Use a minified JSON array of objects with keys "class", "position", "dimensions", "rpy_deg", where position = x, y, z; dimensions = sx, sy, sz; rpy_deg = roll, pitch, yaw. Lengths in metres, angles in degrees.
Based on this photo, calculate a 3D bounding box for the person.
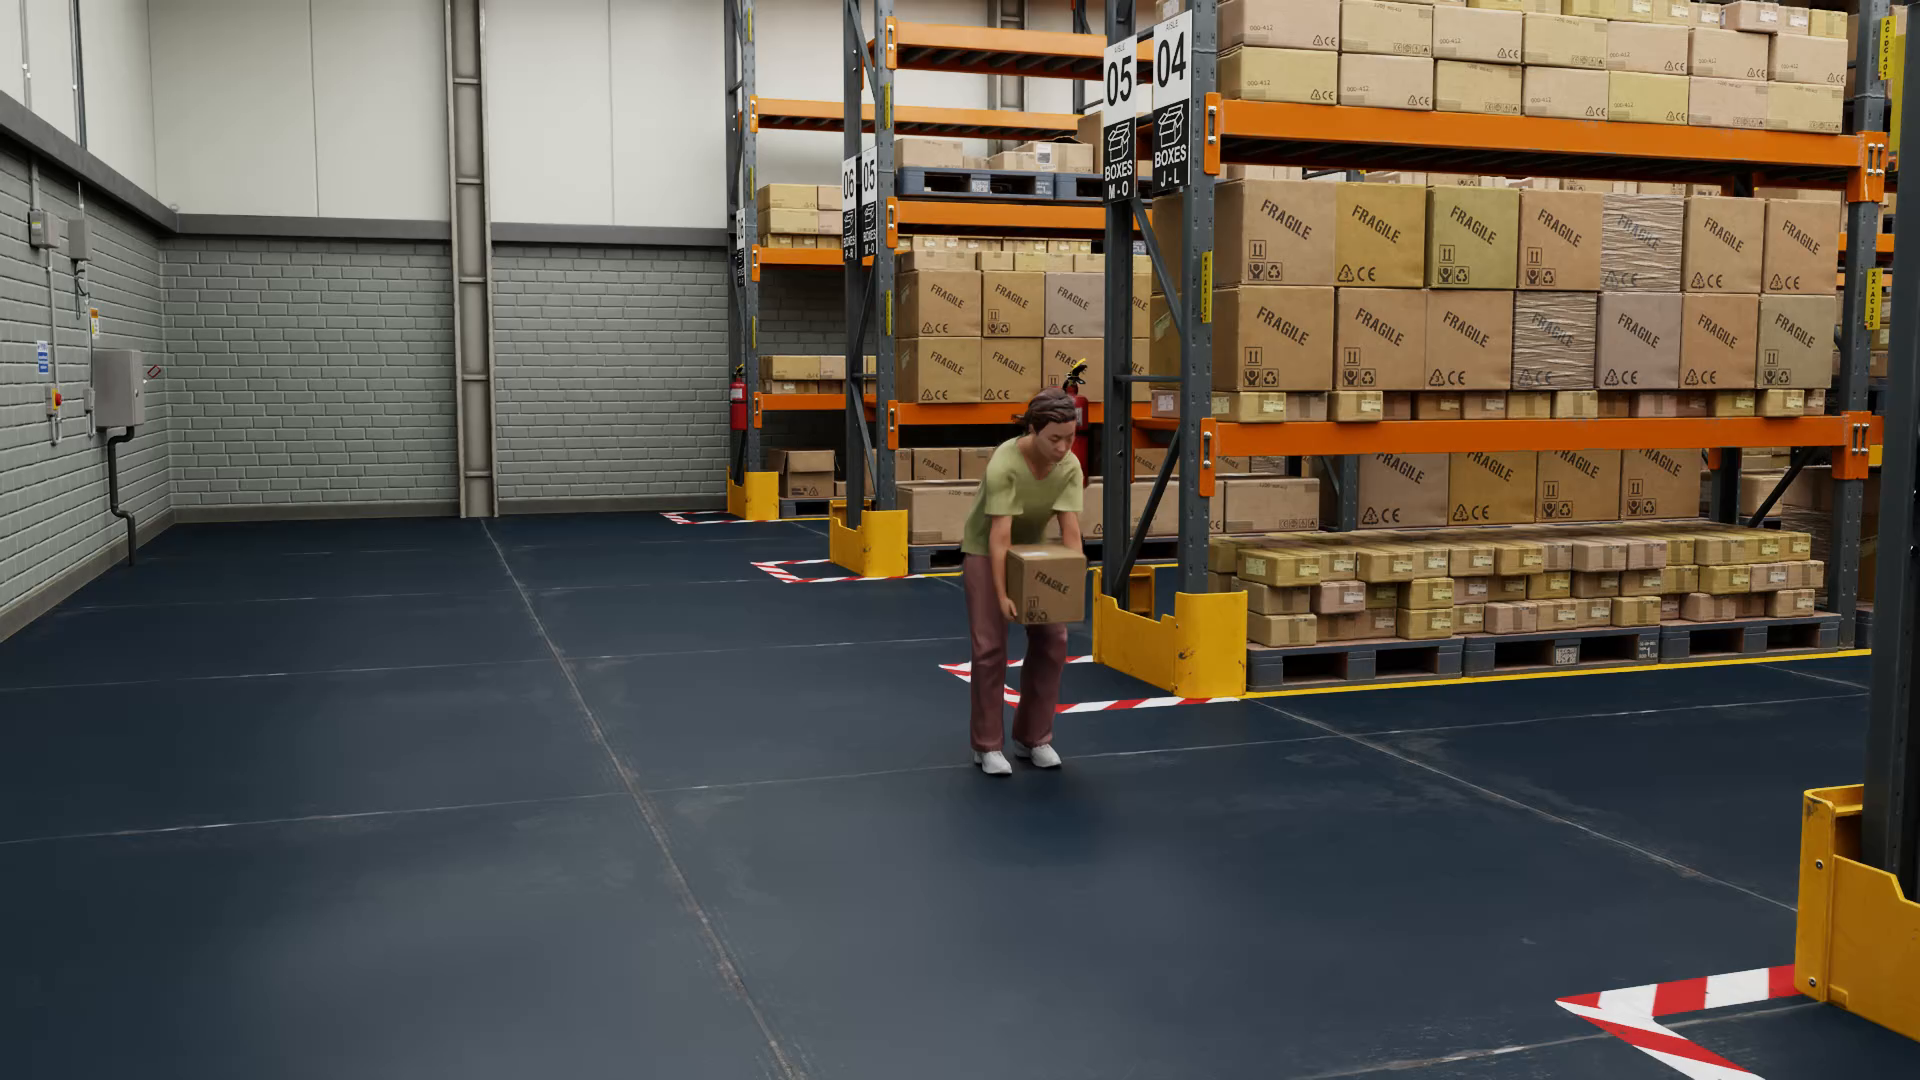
[{"class":"person","position":[0.257,0.162,6.383],"dimensions":[0.406,1.489,0.684],"rpy_deg":[-2,6,-20]}]
